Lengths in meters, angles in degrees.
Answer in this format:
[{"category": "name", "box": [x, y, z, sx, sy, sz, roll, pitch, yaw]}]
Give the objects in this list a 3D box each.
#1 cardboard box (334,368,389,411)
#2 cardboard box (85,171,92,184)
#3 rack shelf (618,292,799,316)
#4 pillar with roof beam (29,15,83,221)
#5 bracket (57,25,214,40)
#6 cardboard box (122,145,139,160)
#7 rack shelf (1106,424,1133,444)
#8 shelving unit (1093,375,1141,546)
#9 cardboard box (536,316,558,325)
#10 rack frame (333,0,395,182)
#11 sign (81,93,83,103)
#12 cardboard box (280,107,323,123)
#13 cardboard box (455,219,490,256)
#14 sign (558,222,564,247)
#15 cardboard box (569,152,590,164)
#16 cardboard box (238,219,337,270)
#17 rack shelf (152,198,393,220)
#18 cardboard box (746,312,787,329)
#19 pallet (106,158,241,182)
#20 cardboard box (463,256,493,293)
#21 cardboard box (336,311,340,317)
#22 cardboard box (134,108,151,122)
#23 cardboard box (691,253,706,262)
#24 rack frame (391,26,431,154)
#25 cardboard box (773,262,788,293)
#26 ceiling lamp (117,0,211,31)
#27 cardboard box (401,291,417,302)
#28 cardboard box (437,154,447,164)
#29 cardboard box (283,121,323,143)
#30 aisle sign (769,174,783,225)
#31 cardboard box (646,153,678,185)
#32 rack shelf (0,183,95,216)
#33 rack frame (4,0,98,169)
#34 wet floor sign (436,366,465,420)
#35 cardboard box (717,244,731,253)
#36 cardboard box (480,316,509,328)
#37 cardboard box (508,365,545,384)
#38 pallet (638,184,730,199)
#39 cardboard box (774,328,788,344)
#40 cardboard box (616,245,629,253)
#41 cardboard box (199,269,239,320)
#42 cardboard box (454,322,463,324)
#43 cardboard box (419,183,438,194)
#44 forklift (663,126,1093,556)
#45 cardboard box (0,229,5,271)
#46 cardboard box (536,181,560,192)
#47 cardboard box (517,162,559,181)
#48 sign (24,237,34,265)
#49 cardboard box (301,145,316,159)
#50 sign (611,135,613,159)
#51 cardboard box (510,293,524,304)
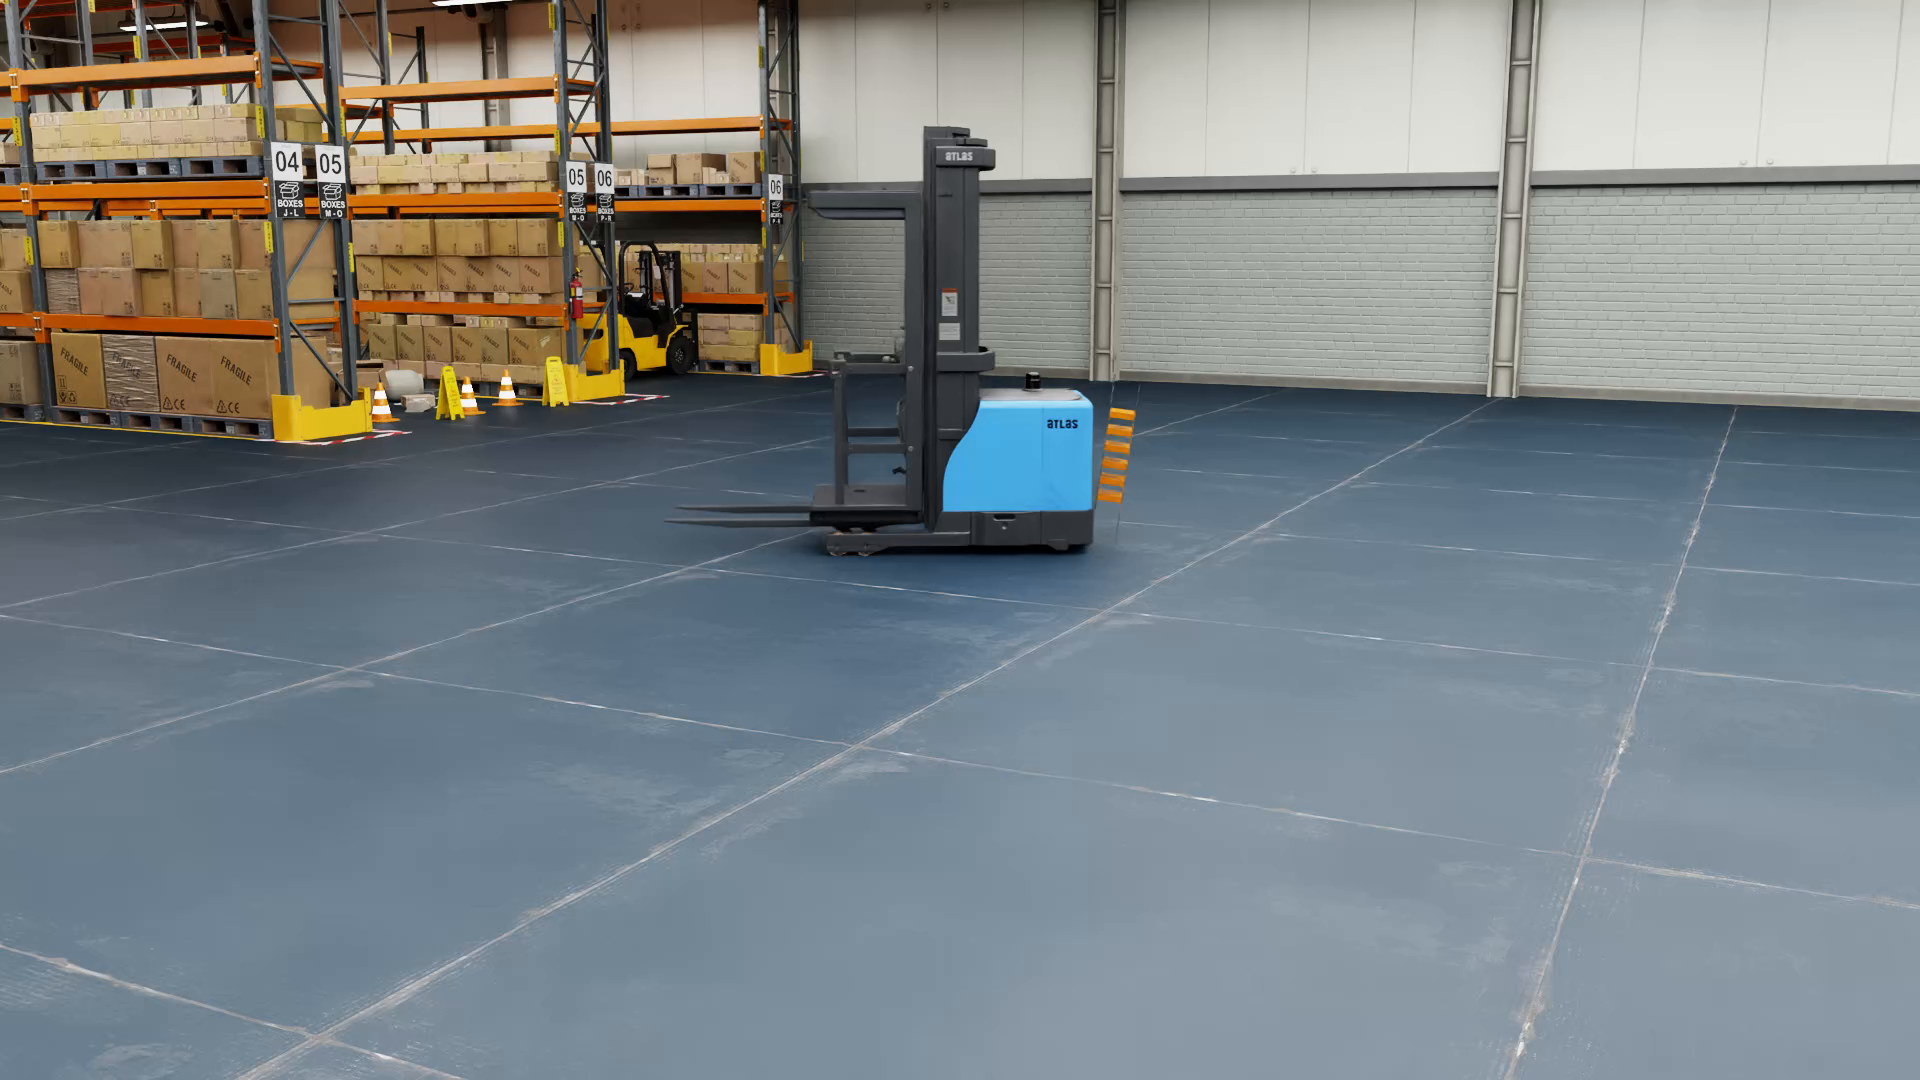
[{"category": "cardboard box", "box": [-7.779, -1.961, 21.651, 0.637, 0.503, 0.797, -2, 11, -14]}, {"category": "cardboard box", "box": [-13.647, -5.755, 26.380, 0.258, 0.266, 0.396, 5, 11, 24]}, {"category": "rack shelf", "box": [-4.684, -4.052, 28.215, 4.000, 0.370, 1.077, 5, 11, 26]}, {"category": "pillar with roof beam", "box": [-21.163, -8.130, 31.882, 0.548, 9.000, 9.100, 5, 11, 26]}, {"category": "bracket", "box": [-16.717, -10.295, 33.738, 4.783, 0.066, 0.076, 5, 11, 26]}, {"category": "cardboard box", "box": [-9.230, -4.377, 18.816, 0.250, 0.149, 0.380, 5, 11, 27]}, {"category": "rack shelf", "box": [1.145, -0.765, 11.955, 0.180, 0.103, 0.258, 9, 11, 5]}, {"category": "shelving unit", "box": [1.120, -0.574, 11.992, 0.189, 1.200, 0.258, 9, 11, 5]}, {"category": "cardboard box", "box": [-6.950, -3.641, 29.413, 0.625, 0.625, 0.875, 6, 12, 28]}, {"category": "rack frame", "box": [-8.670, -6.722, 24.106, 0.127, 3.000, 1.000, 5, 11, 26]}, {"category": "sign", "box": [-17.479, -8.873, 33.143, 0.005, 0.325, 0.100, 5, 11, 26]}, {"category": "cardboard box", "box": [-7.341, -4.734, 18.550, 0.250, 0.149, 0.380, 5, 11, 26]}, {"category": "cardboard box", "box": [-6.591, -4.213, 23.162, 0.500, 0.500, 0.700, 5, 11, 25]}, {"category": "sign", "box": [-5.347, -4.093, 22.286, 0.005, 0.325, 0.100, 5, 11, 26]}, {"category": "cardboard box", "box": [-5.312, -5.260, 22.917, 0.250, 0.149, 0.380, 5, 11, 25]}, {"category": "cardboard box", "box": [-7.498, -3.297, 18.572, 0.550, 0.550, 0.875, 5, 11, 26]}, {"category": "rack shelf", "box": [-10.464, -5.050, 25.308, 4.000, 0.370, 1.077, 5, 11, 26]}, {"category": "cardboard box", "box": [-3.237, -3.662, 27.775, 0.500, 0.250, 0.500, 5, 11, 25]}, {"category": "pallet", "box": [-8.951, -4.242, 19.071, 1.213, 0.211, 1.003, 5, 11, 26]}, {"category": "cardboard box", "box": [-6.586, -3.730, 23.299, 0.500, 0.500, 0.500, 5, 11, 26]}, {"category": "cardboard box", "box": [-11.535, -4.265, 31.390, 0.250, 0.149, 0.380, 5, 11, 25]}, {"category": "cardboard box", "box": [-9.003, -4.750, 18.635, 0.250, 0.149, 0.380, 5, 11, 26]}, {"category": "cardboard box", "box": [-4.251, -4.680, 27.562, 0.250, 0.149, 0.380, 5, 11, 24]}, {"category": "rack frame", "box": [-10.064, -7.831, 30.229, 0.127, 3.000, 1.000, 5, 11, 26]}, {"category": "cardboard box", "box": [-3.212, -4.381, 27.732, 0.500, 0.500, 0.500, 5, 12, 28]}, {"category": "ceiling lamp", "box": [-13.872, -10.601, 29.146, 2.000, 3.185, 0.800, 5, 11, 26]}, {"category": "cardboard box", "box": [-7.822, -3.518, 23.951, 0.250, 0.149, 0.380, 5, 12, 28]}, {"category": "cardboard box", "box": [-7.102, -5.329, 23.295, 0.250, 0.149, 0.380, 5, 12, 27]}, {"category": "cardboard box", "box": [-7.502, -4.540, 18.596, 0.500, 0.250, 0.500, 5, 11, 26]}, {"category": "aisle sign", "box": [-2.961, -5.475, 26.761, 0.004, 0.787, 0.394, 5, 11, 26]}, {"category": "cardboard box", "box": [-4.777, -6.176, 27.758, 0.637, 0.503, 0.797, 5, 12, 28]}, {"category": "rack shelf", "box": [-12.563, -4.251, 20.895, 4.000, 0.370, 1.077, 5, 11, 26]}, {"category": "rack frame", "box": [-10.770, -5.924, 19.693, 0.127, 3.000, 1.000, 5, 11, 26]}, {"category": "wet floor sign", "box": [-6.281, -1.812, 20.430, 0.232, 0.644, 0.267, 3, 11, 16]}, {"category": "cardboard box", "box": [-3.786, -4.788, 27.327, 0.250, 0.149, 0.380, 5, 12, 27]}, {"category": "cardboard box", "box": [-6.500, -3.057, 23.313, 0.250, 0.149, 0.380, 5, 12, 27]}, {"category": "cardboard box", "box": [-5.949, -2.331, 23.231, 0.500, 0.250, 0.500, 5, 11, 26]}, {"category": "pallet", "box": [-4.611, -5.836, 27.881, 1.213, 0.211, 1.003, 5, 11, 26]}, {"category": "cardboard box", "box": [-3.220, -3.418, 27.831, 0.500, 0.250, 0.500, 5, 12, 27]}, {"category": "cardboard box", "box": [-5.630, -4.944, 28.188, 0.250, 0.149, 0.380, 5, 12, 27]}, {"category": "cardboard box", "box": [-8.038, -2.792, 18.815, 0.550, 0.550, 0.875, 5, 11, 26]}, {"category": "cardboard box", "box": [-7.564, -2.949, 24.540, 0.500, 0.500, 0.500, 5, 12, 27]}, {"category": "cardboard box", "box": [-7.382, -4.943, 23.404, 0.250, 0.149, 0.380, 5, 11, 25]}, {"category": "forklift", "box": [-0.591, -1.424, 11.869, 3.031, 2.935, 1.130, 0, 10, -2]}, {"category": "cardboard box", "box": [-11.680, -3.591, 20.563, 0.500, 0.500, 0.700, 5, 11, 25]}, {"category": "cardboard box", "box": [-5.527, -4.791, 22.562, 0.250, 0.149, 0.380, 5, 11, 26]}, {"category": "cardboard box", "box": [-5.661, -5.001, 22.603, 0.500, 0.250, 0.500, 5, 11, 25]}, {"category": "sign", "box": [-11.001, -3.415, 19.649, 0.005, 0.325, 0.100, 5, 11, 26]}, {"category": "cardboard box", "box": [-7.348, -4.343, 18.627, 0.250, 0.149, 0.380, 5, 11, 26]}, {"category": "sign", "box": [-4.843, -5.448, 23.032, 0.005, 0.325, 0.100, 5, 11, 26]}, {"category": "cardboard box", "box": [-6.010, -3.353, 23.038, 0.250, 0.149, 0.380, 5, 11, 25]}]
